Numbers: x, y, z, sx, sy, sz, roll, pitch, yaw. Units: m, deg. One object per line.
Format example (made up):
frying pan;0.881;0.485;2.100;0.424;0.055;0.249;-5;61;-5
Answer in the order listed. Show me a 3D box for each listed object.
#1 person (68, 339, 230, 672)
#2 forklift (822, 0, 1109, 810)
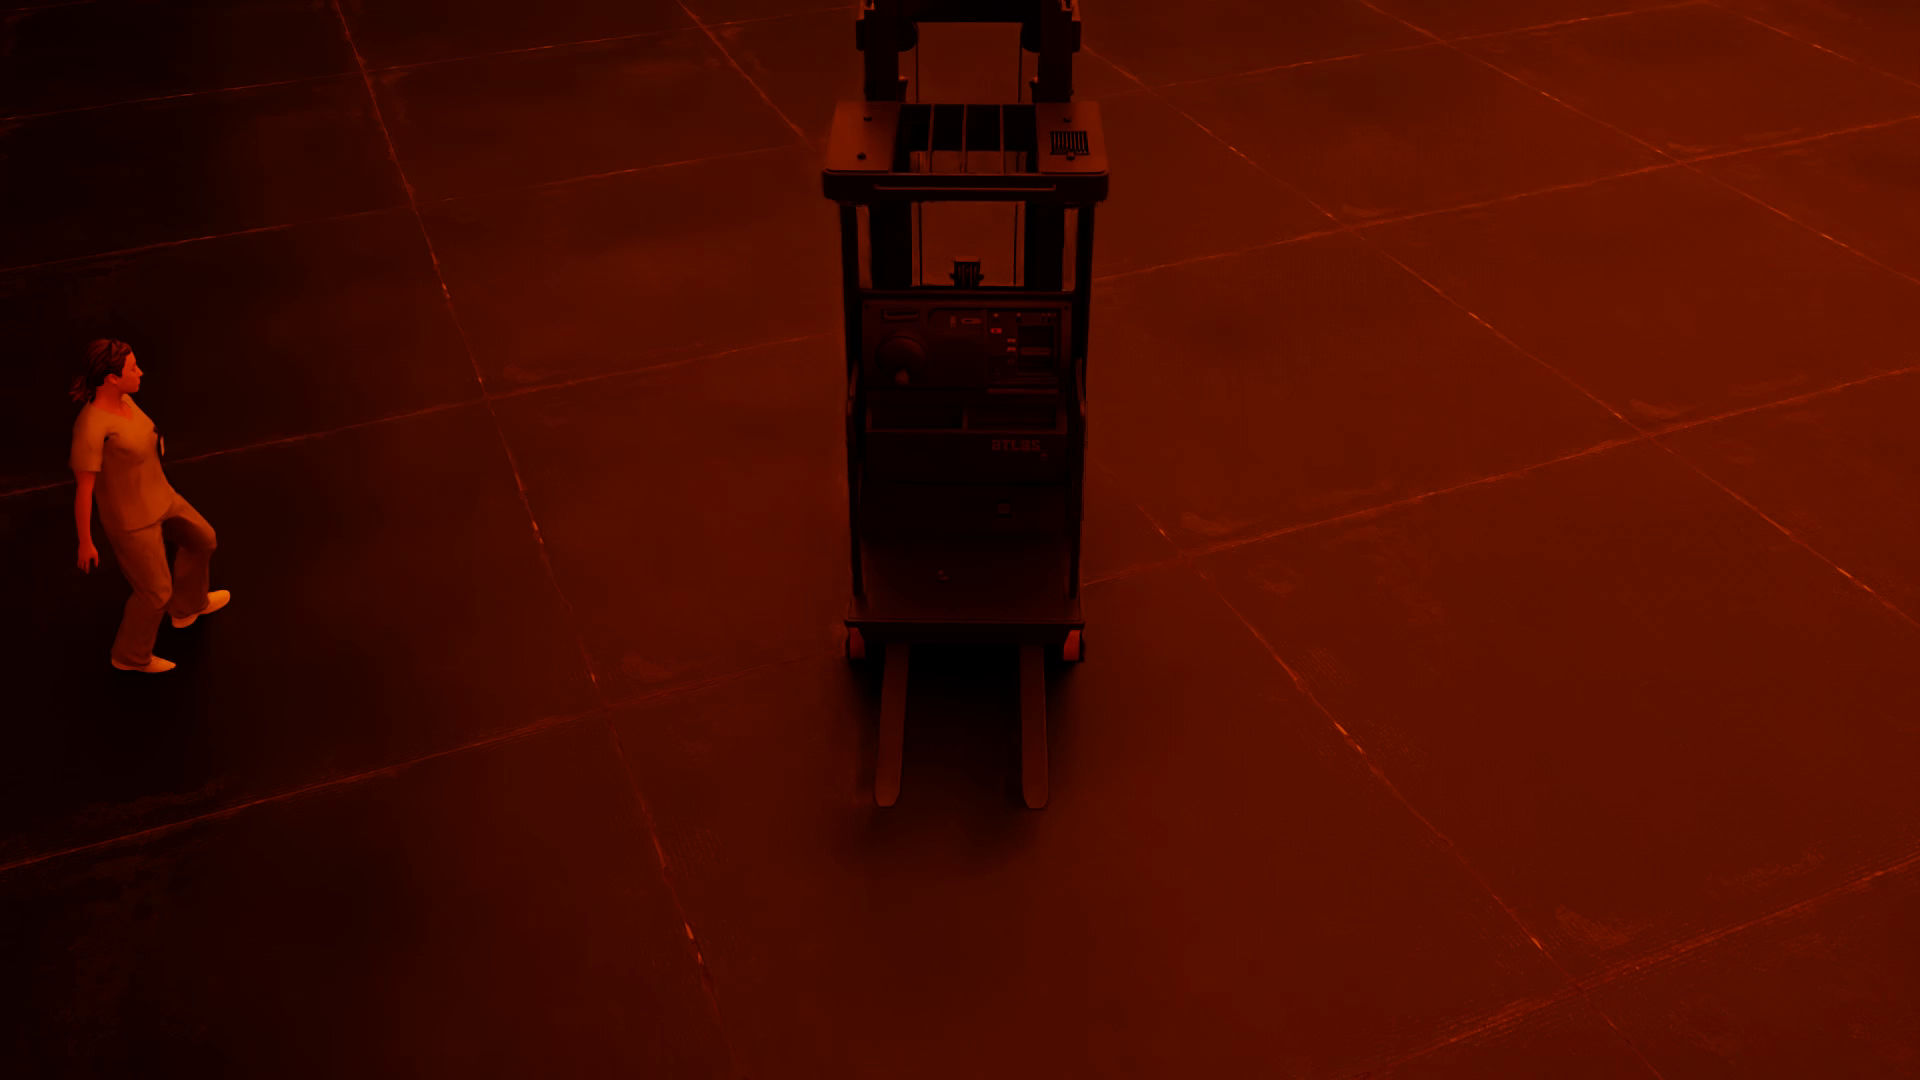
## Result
person;-3.733;-0.125;7.454;0.461;1.651;0.800;1;35;1
forklift;0.027;-0.807;7.234;1.130;2.935;3.031;1;35;1
